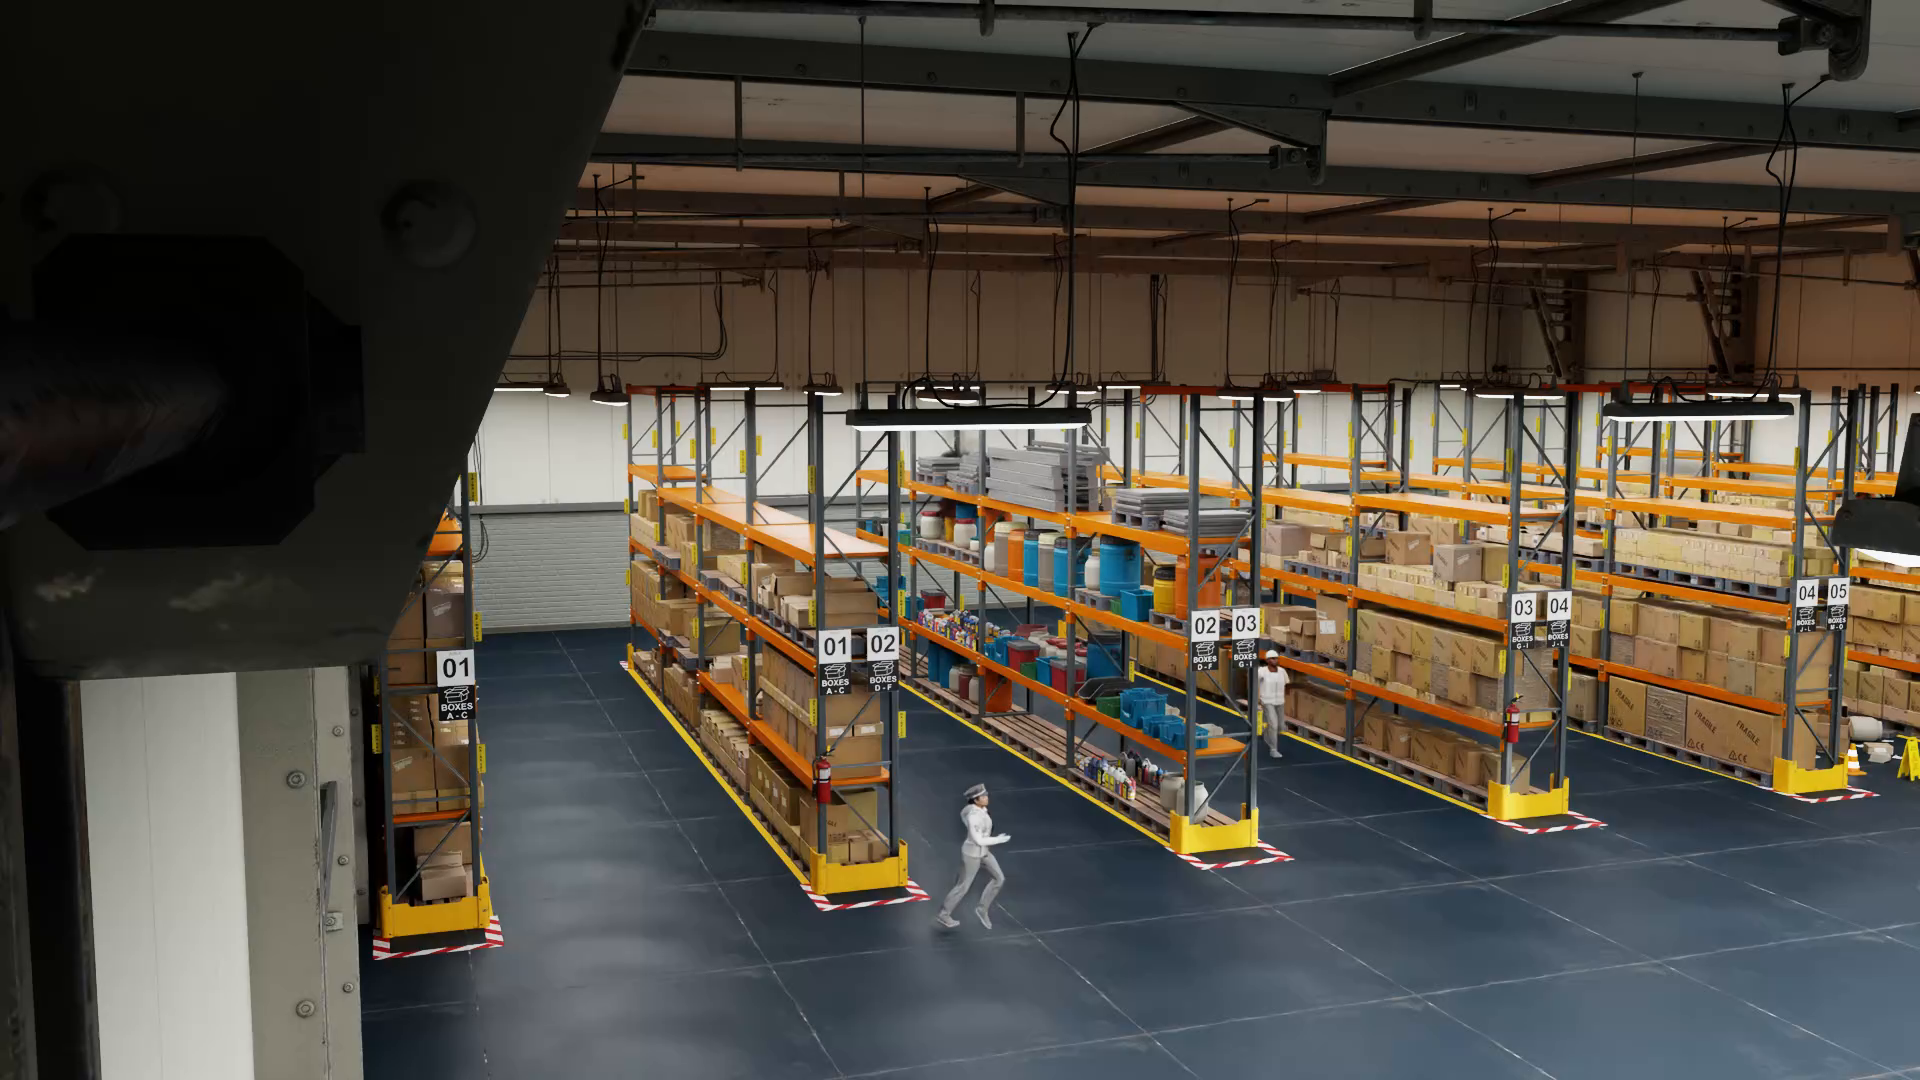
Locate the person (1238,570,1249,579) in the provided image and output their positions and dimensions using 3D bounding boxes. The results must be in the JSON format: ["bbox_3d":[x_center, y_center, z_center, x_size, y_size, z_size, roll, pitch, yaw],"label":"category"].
[{"bbox_3d":[6.932,1.285,41.214,0.627,1.572,0.745,-2,6,-23],"label":"person"}]

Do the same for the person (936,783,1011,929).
[{"bbox_3d":[0.171,3.557,18.745,0.842,1.695,0.625,2,6,14],"label":"person"}]

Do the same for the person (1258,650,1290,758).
[{"bbox_3d":[5.094,2.662,27.234,0.711,1.732,0.795,-2,6,-18],"label":"person"}]
